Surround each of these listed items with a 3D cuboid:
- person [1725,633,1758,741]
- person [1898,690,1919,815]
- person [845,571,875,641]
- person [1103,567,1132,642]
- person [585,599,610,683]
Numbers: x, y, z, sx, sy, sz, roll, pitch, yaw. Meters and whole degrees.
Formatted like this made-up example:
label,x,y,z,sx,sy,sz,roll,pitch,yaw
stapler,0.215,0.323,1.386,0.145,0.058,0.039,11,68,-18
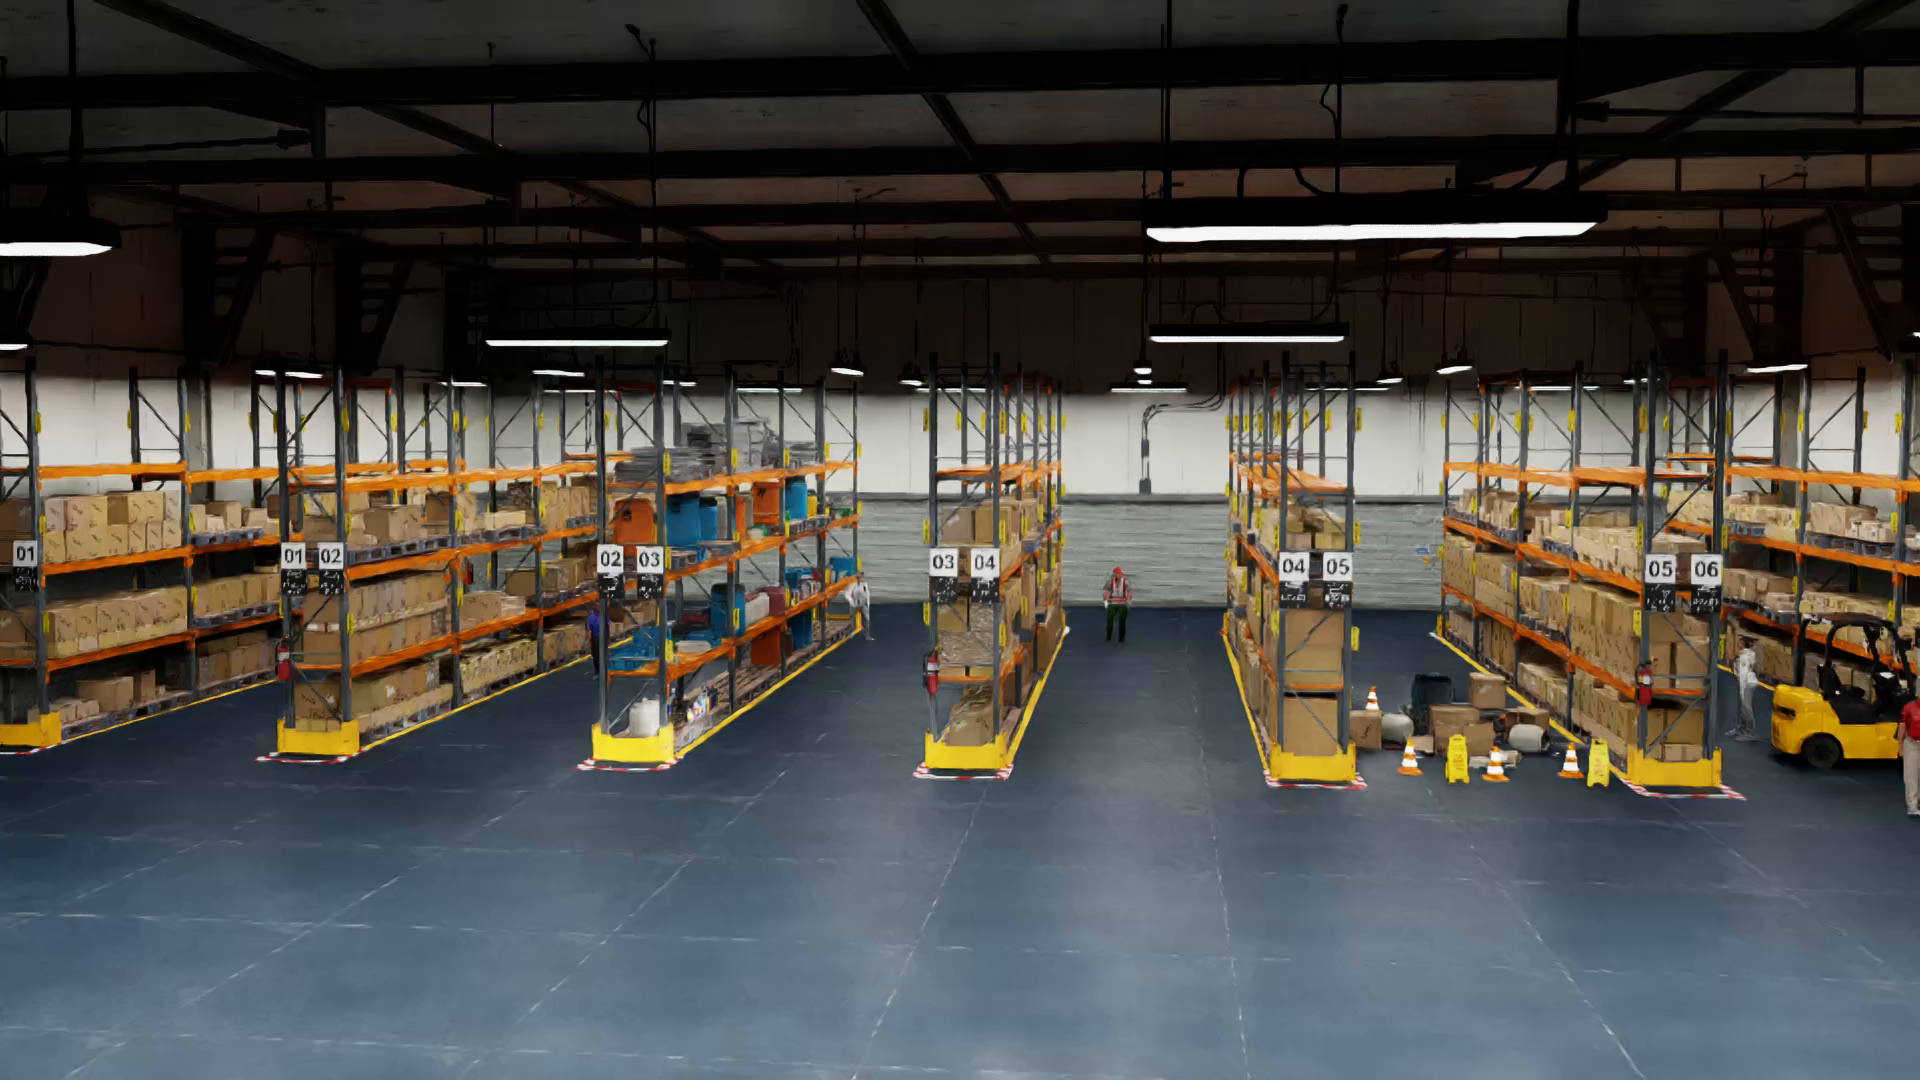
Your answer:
label,x,y,z,sx,sy,sz,roll,pitch,yaw
person,12.322,2.302,26.208,0.459,1.676,0.524,3,5,36
person,12.328,2.650,21.264,0.535,1.657,1.029,1,4,16
person,-2.322,1.496,38.091,0.641,1.610,0.800,-1,4,-12
person,3.585,1.463,37.888,0.677,1.741,0.551,0,4,5
person,-6.970,1.931,31.986,0.443,1.587,0.996,0,4,-1
